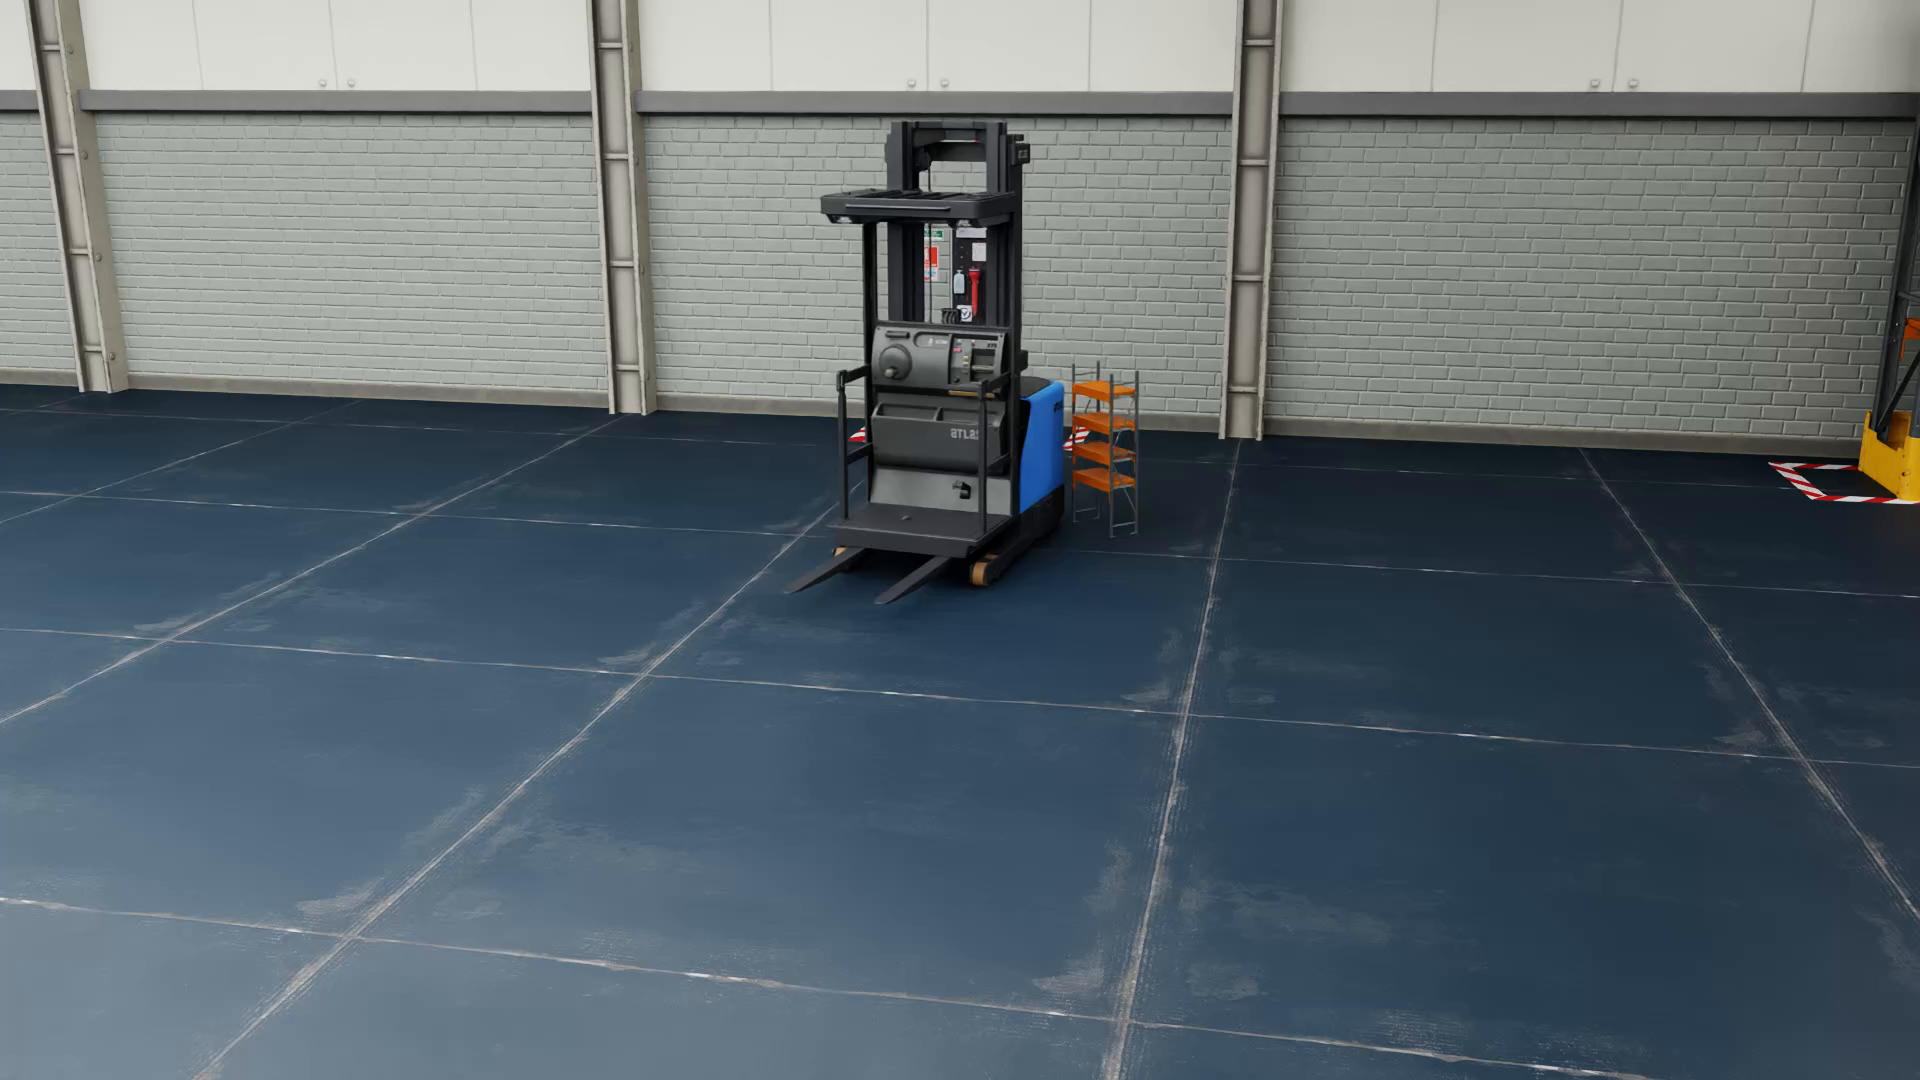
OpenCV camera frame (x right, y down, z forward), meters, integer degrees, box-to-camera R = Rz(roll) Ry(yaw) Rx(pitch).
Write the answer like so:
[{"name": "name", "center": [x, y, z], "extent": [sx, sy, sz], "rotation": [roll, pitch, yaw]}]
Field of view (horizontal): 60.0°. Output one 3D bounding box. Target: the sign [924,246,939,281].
[{"name": "sign", "center": [-0.319, -2.628, 15.792], "extent": [0.234, 0.329, 0.001], "rotation": [3, 16, 11]}]

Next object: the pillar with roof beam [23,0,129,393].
[{"name": "pillar with roof beam", "center": [-10.000, -4.816, 12.520], "extent": [0.400, 9.000, 9.100], "rotation": [3, 16, 11]}]

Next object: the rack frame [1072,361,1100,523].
[{"name": "rack frame", "center": [0.935, -0.725, 12.347], "extent": [0.240, 1.200, 0.015], "rotation": [-10, 18, -28]}]

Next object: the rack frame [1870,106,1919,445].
[{"name": "rack frame", "center": [7.638, -1.904, 13.247], "extent": [0.127, 3.000, 1.000], "rotation": [3, 16, 11]}]

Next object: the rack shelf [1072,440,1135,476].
[{"name": "rack shelf", "center": [1.058, -0.603, 12.161], "extent": [0.258, 0.148, 0.480], "rotation": [-10, 18, -28]}]

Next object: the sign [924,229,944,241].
[{"name": "sign", "center": [-0.316, -2.880, 15.712], "extent": [0.331, 0.109, 0.001], "rotation": [3, 16, 11]}]

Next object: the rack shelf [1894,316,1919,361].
[{"name": "rack shelf", "center": [9.598, -1.451, 12.959], "extent": [4.000, 0.370, 1.077], "rotation": [3, 16, 11]}]

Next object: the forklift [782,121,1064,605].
[{"name": "forklift", "center": [-0.222, -1.229, 10.940], "extent": [1.130, 2.935, 3.031], "rotation": [6, 17, 20]}]

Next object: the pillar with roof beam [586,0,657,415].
[{"name": "pillar with roof beam", "center": [-4.121, -4.497, 11.368], "extent": [0.400, 9.000, 9.100], "rotation": [3, 16, 11]}]

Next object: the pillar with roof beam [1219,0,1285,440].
[{"name": "pillar with roof beam", "center": [1.759, -4.177, 10.216], "extent": [0.400, 9.000, 9.100], "rotation": [3, 16, 11]}]

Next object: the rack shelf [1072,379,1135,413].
[{"name": "rack shelf", "center": [1.048, -1.045, 12.033], "extent": [0.258, 0.148, 0.480], "rotation": [-10, 18, -28]}]

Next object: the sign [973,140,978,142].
[{"name": "sign", "center": [0.215, -3.698, 15.379], "extent": [0.199, 0.298, 0.001], "rotation": [3, 16, 11]}]

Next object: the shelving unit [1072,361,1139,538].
[{"name": "shelving unit", "center": [1.057, -0.668, 12.143], "extent": [0.258, 1.200, 0.503], "rotation": [-10, 18, -28]}]

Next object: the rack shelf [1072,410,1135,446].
[{"name": "rack shelf", "center": [1.053, -0.818, 12.099], "extent": [0.258, 0.148, 0.480], "rotation": [-10, 18, -28]}]

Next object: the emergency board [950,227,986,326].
[{"name": "emergency board", "center": [0.203, -2.554, 15.593], "extent": [0.643, 1.169, 0.194], "rotation": [3, 16, 11]}]

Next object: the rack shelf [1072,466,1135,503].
[{"name": "rack shelf", "center": [1.063, -0.413, 12.217], "extent": [0.258, 0.148, 0.480], "rotation": [-10, 18, -28]}]

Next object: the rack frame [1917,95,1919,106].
[{"name": "rack frame", "center": [7.638, -4.795, 12.447], "extent": [0.127, 3.000, 1.000], "rotation": [3, 16, 11]}]

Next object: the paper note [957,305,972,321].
[{"name": "paper note", "center": [0.043, -2.157, 15.810], "extent": [0.142, 0.148, 0.016], "rotation": [3, 16, 11]}]

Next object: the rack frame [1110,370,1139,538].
[{"name": "rack frame", "center": [1.178, -0.612, 11.939], "extent": [0.240, 1.200, 0.015], "rotation": [-10, 18, -28]}]

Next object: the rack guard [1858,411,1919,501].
[{"name": "rack guard", "center": [7.713, -0.696, 13.567], "extent": [0.348, 0.500, 1.175], "rotation": [3, 16, 11]}]
